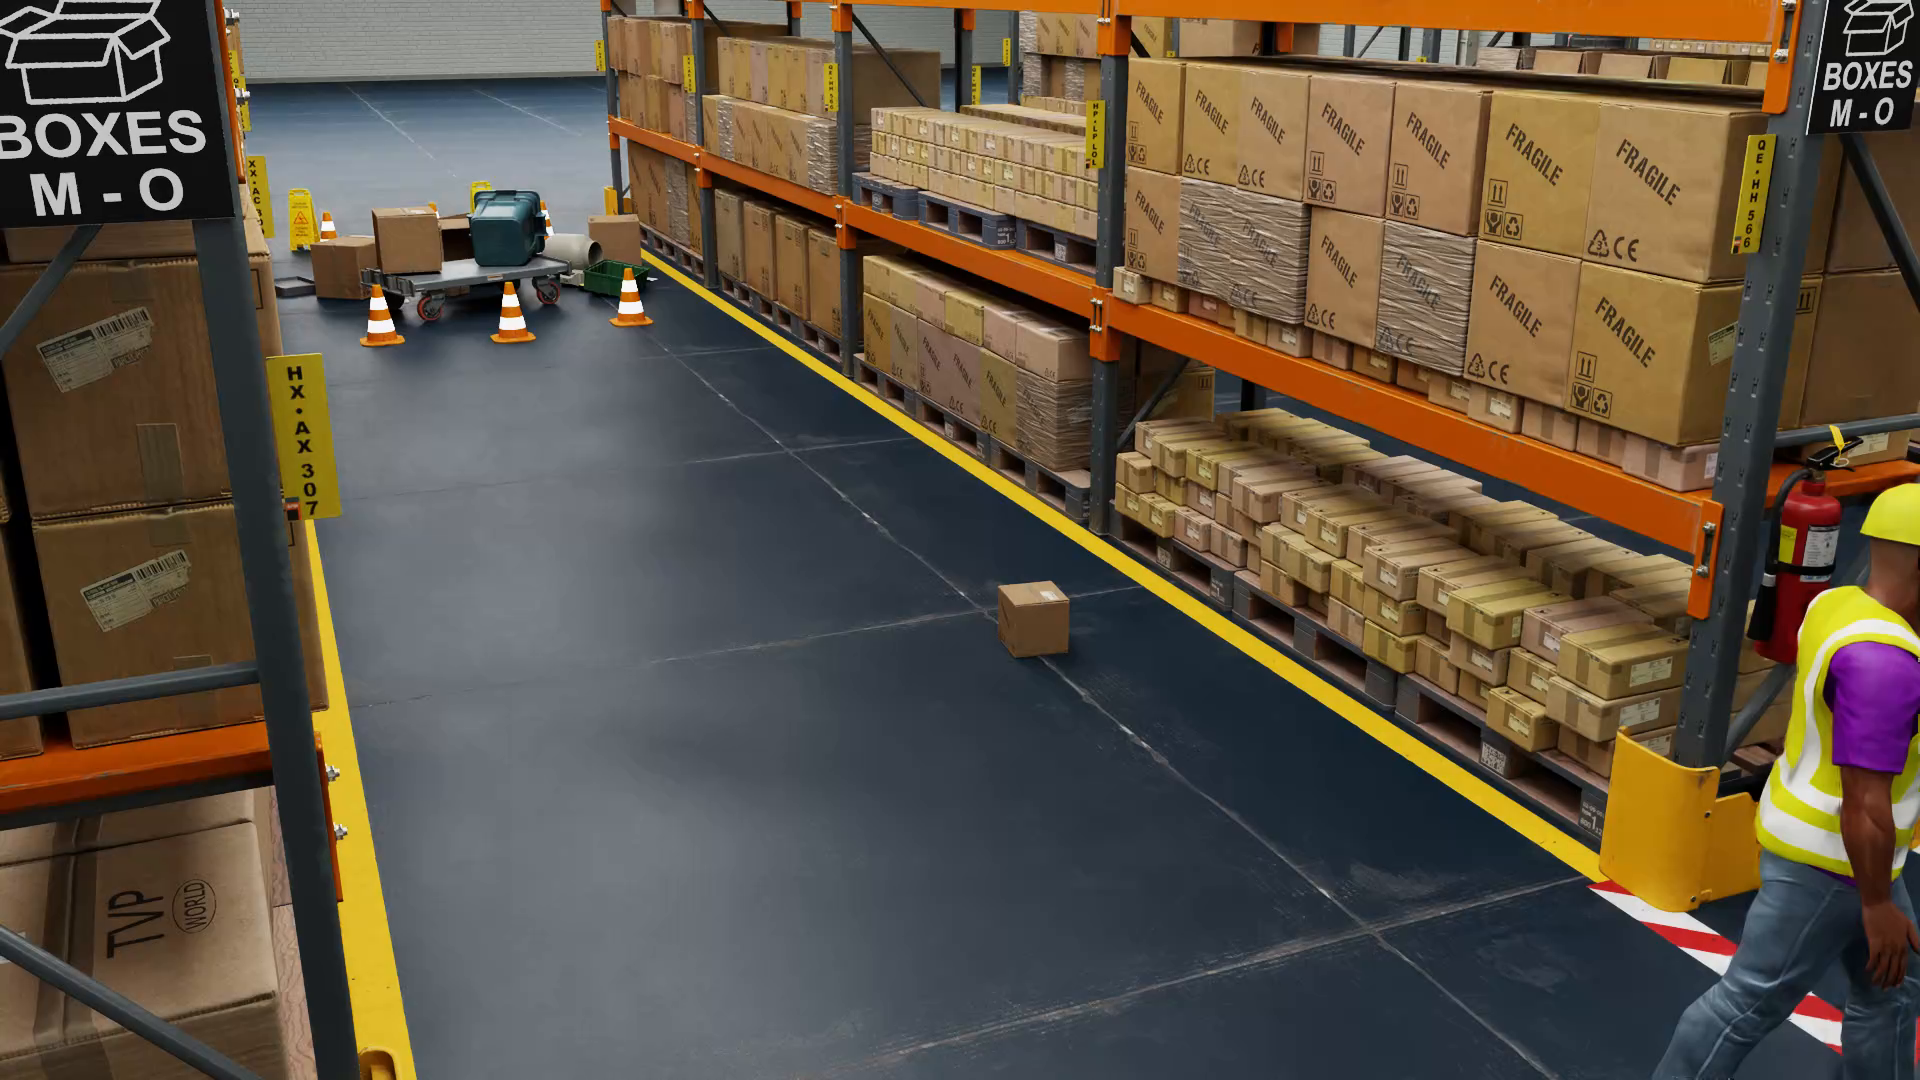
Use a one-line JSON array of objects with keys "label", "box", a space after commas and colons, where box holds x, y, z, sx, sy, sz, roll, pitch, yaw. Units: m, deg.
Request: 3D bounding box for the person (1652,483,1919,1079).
[{"label": "person", "box": [2.077, 0.769, 3.851, 0.773, 1.815, 0.663, 10, 21, 27]}]
